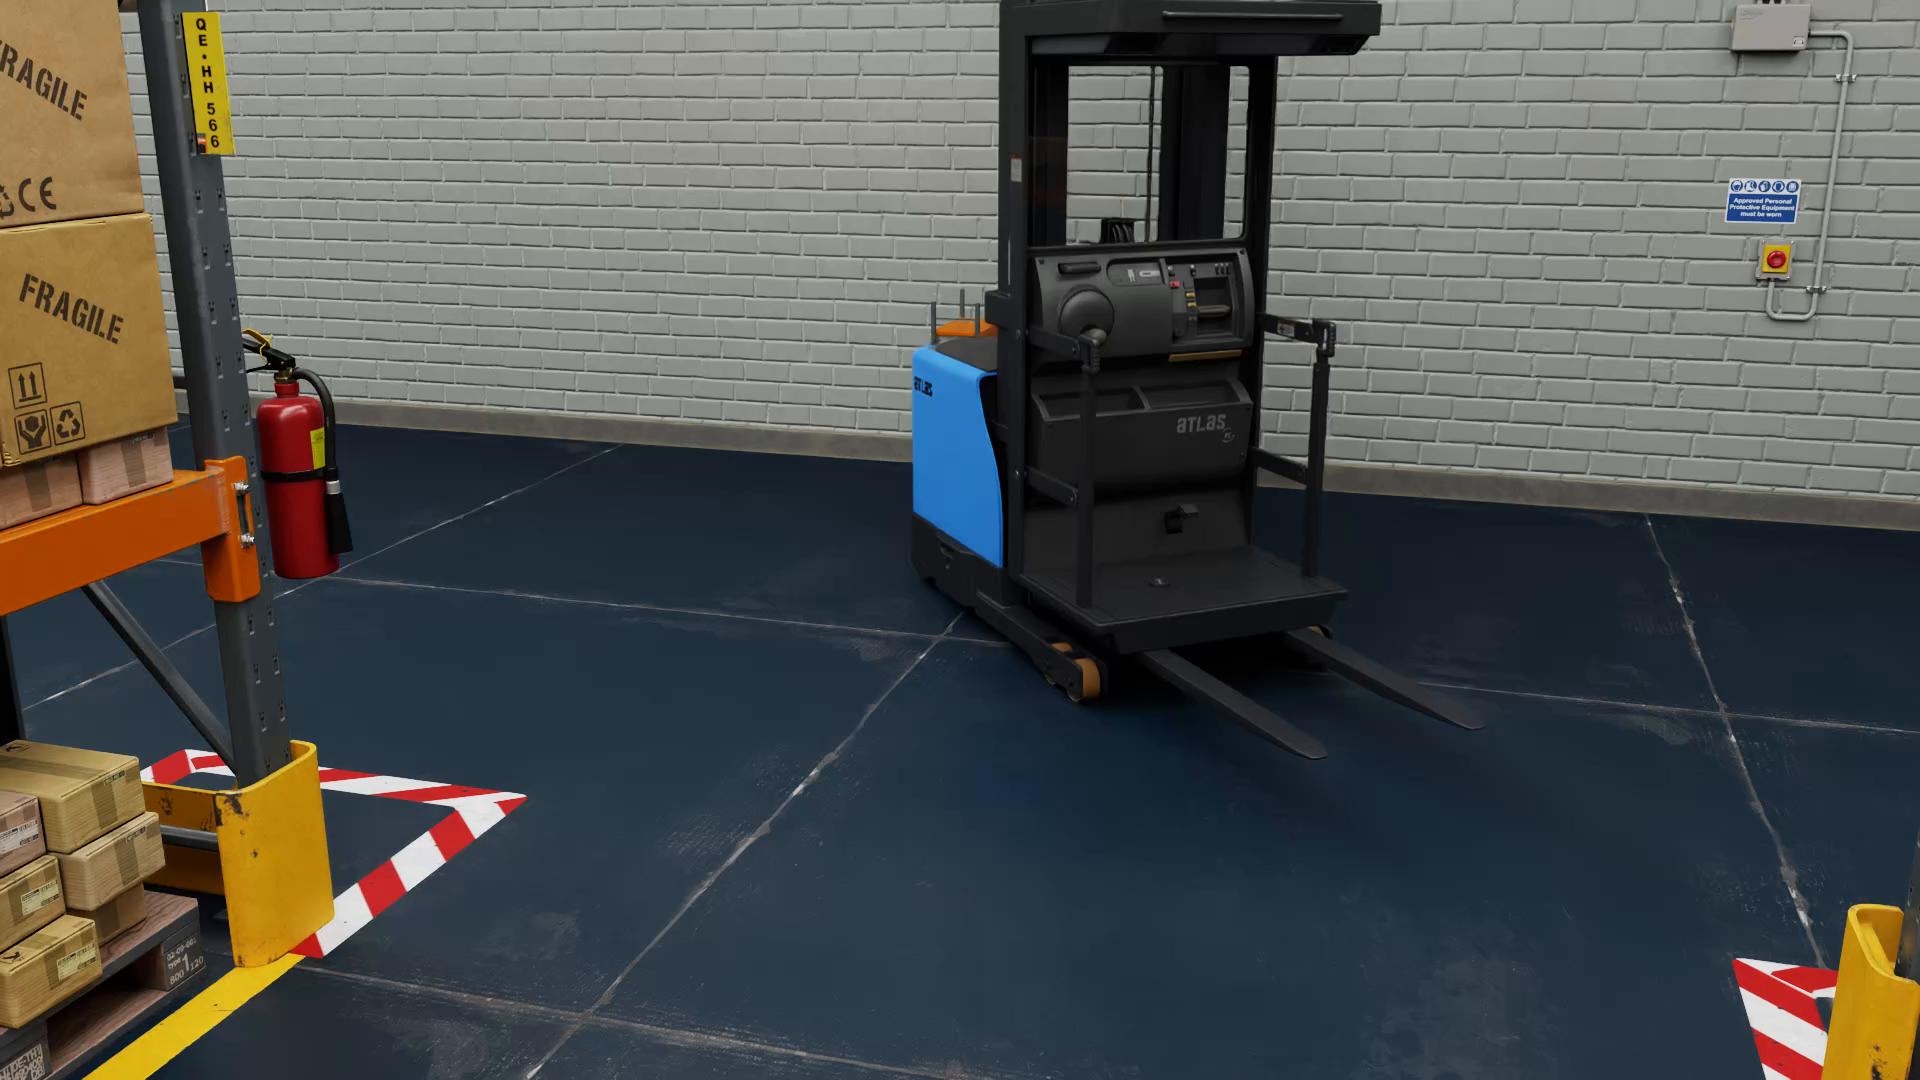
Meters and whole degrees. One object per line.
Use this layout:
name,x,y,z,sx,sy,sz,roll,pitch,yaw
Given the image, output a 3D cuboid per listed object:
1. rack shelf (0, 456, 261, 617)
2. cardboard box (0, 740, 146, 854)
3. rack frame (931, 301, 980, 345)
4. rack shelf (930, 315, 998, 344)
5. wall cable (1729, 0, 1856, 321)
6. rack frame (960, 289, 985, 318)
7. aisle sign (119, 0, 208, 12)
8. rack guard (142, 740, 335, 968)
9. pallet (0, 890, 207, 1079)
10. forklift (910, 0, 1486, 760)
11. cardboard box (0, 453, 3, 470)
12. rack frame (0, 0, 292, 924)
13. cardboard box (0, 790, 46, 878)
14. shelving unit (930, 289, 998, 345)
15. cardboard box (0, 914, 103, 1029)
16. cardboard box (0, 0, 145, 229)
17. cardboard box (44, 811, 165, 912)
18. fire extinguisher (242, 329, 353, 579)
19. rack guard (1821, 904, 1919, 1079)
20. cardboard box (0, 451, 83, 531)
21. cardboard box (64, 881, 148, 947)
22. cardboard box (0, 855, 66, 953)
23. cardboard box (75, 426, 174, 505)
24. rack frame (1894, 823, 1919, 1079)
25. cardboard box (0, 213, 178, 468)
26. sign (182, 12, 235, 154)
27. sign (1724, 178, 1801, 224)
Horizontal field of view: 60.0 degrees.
rack shelf,-2.883,0.445,2.583,1.077,0.370,4.000,5,16,16
cardboard box,-2.222,0.617,4.023,0.380,0.149,0.250,5,17,17
rack frame,-0.022,-0.557,8.093,0.240,1.200,0.015,5,16,16
rack shelf,0.047,-0.999,8.211,0.258,0.148,0.480,5,16,16
wall cable,4.040,-2.048,8.134,0.585,1.953,0.123,5,16,16
rack frame,0.116,-0.684,8.543,0.240,1.200,0.015,5,16,16
aisle sign,-2.006,-1.671,3.961,0.394,0.787,0.004,5,16,16
rack guard,-2.336,0.798,4.601,1.175,0.500,0.348,5,16,16
pallet,-2.601,1.146,3.901,1.003,0.211,1.213,5,16,16
forklift,0.808,-0.937,6.260,1.130,2.935,3.031,-7,17,-22
cardboard box,-2.347,-0.344,3.317,0.500,0.500,0.500,4,16,15
rack frame,-2.315,-0.425,4.330,1.000,3.000,0.127,5,16,16
cardboard box,-2.348,0.678,3.807,0.380,0.149,0.250,5,17,17
shelving unit,0.047,-0.621,8.318,0.258,1.200,0.503,5,16,16
cardboard box,-2.240,0.974,3.854,0.380,0.149,0.250,5,17,18
cardboard box,-2.206,-0.958,3.649,0.500,0.500,0.500,4,16,15
cardboard box,-2.191,0.762,4.056,0.380,0.149,0.250,4,16,14
fire extinguisher,-1.800,-0.238,4.498,0.296,0.674,0.183,5,16,16
rack guard,2.467,1.129,3.433,1.175,0.500,0.348,5,16,16
cardboard box,-2.243,-0.135,3.767,0.380,0.149,0.250,5,16,16
cardboard box,-2.264,0.899,4.119,0.380,0.149,0.250,5,17,17
cardboard box,-2.317,0.826,3.830,0.380,0.149,0.250,4,16,15
cardboard box,-2.136,-0.197,3.986,0.380,0.149,0.250,5,16,16
rack frame,2.463,-0.067,3.069,0.949,2.616,0.053,5,16,16
cardboard box,-2.195,-0.478,3.791,0.500,0.500,0.500,5,17,17
sign,-1.788,-1.086,3.959,0.100,0.325,0.005,5,16,16
sign,4.011,-1.694,8.310,0.327,0.218,0.001,5,16,16
